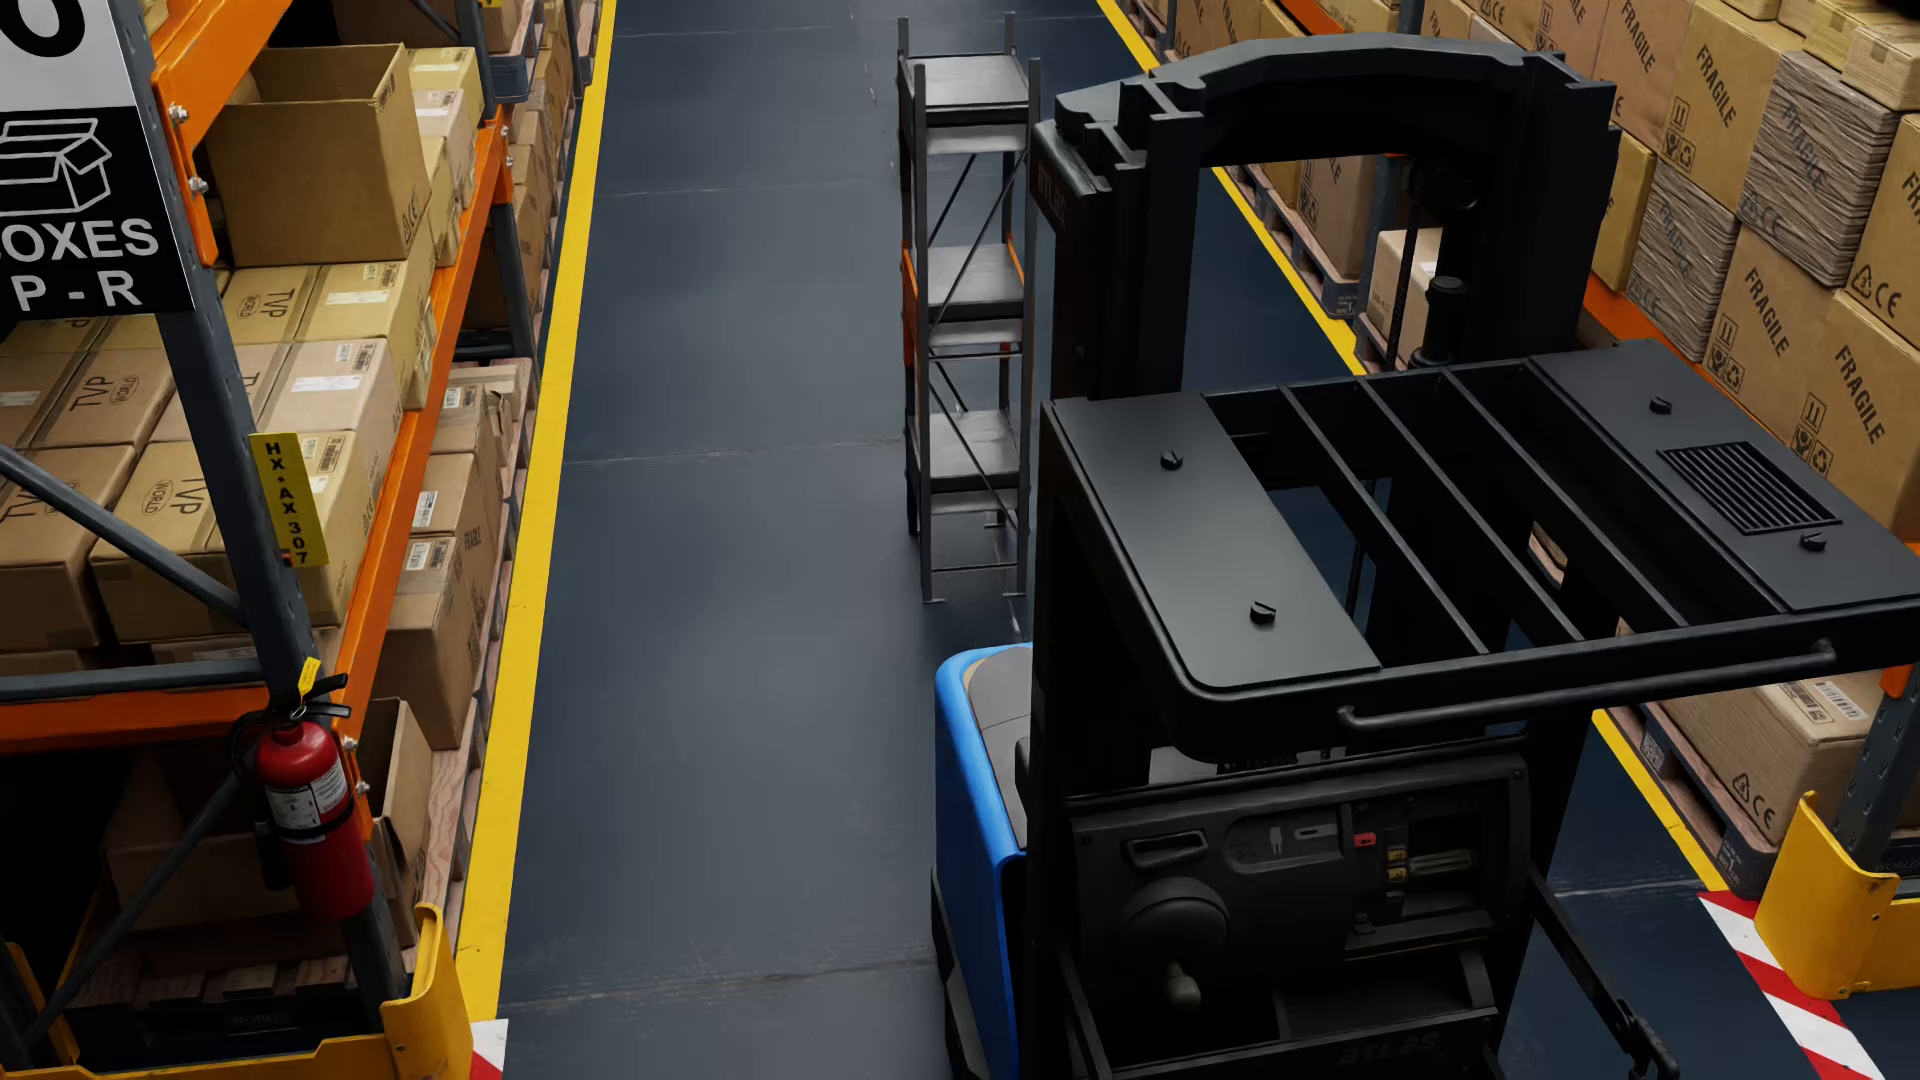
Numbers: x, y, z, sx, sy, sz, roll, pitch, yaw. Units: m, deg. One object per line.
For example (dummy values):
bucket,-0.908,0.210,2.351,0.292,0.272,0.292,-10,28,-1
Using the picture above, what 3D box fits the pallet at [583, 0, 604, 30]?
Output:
pallet,-3.233,-4.134,12.629,1.003,0.211,1.213,-4,35,-6

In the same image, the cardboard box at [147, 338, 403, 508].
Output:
cardboard box,-1.786,-0.297,4.391,0.500,0.250,0.500,-4,34,-6

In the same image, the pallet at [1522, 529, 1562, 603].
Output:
pallet,2.648,-0.026,6.601,1.003,0.211,1.213,-4,35,-6

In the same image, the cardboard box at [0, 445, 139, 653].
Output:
cardboard box,-2.249,0.022,3.924,0.500,0.250,0.500,-3,34,-5

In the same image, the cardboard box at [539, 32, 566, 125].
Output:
cardboard box,-2.673,-2.786,10.021,0.500,0.500,0.500,-5,35,-7

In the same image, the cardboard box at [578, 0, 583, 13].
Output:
cardboard box,-3.166,-4.051,11.766,0.875,0.625,0.625,-3,34,-5

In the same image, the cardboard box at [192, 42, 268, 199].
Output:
cardboard box,-2.525,-1.433,5.392,0.500,0.500,0.500,-5,35,-8

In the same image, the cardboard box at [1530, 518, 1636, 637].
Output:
cardboard box,2.675,-0.044,6.054,0.875,0.438,0.875,-3,34,-5

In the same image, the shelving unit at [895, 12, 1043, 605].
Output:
shelving unit,0.022,-0.775,6.023,0.431,2.100,0.503,-4,35,-6

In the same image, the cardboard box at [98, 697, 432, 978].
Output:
cardboard box,-1.912,0.829,4.714,0.797,0.503,0.637,-6,35,-8

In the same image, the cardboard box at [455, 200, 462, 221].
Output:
cardboard box,-2.045,-1.215,6.092,0.380,0.149,0.250,-4,34,-5

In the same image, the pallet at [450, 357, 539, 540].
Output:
pallet,-2.370,-0.377,7.116,1.003,0.211,1.213,-4,35,-6

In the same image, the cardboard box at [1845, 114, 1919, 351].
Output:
cardboard box,2.693,-0.764,4.231,0.500,0.500,0.500,-3,34,-5

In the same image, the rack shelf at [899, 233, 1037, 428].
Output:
rack shelf,0.022,-0.764,6.031,0.431,0.518,0.480,-4,35,-6

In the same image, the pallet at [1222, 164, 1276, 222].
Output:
pallet,2.110,-2.246,9.858,1.003,0.211,1.213,-4,35,-6

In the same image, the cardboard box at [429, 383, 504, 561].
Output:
cardboard box,-2.128,-0.229,6.269,0.700,0.500,0.500,-6,35,-8

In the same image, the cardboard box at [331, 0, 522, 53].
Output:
cardboard box,-2.305,-2.415,7.168,0.700,0.500,0.500,-4,34,-5

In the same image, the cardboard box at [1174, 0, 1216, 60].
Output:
cardboard box,1.929,-3.427,10.629,0.875,0.875,0.875,-5,35,-7

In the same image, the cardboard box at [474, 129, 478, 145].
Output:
cardboard box,-2.169,-1.650,6.731,0.380,0.149,0.250,-4,34,-6

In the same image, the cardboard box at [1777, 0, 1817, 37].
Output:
cardboard box,2.613,-1.539,4.792,0.380,0.149,0.250,-5,35,-7

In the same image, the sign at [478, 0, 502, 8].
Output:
sign,-1.925,-2.316,6.716,0.100,0.325,0.005,-4,35,-6

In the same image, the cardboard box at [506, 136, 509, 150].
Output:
cardboard box,-2.456,-1.985,8.270,0.380,0.149,0.250,-5,35,-7

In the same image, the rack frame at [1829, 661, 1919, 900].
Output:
rack frame,2.994,-0.059,4.173,1.000,3.000,0.127,-4,35,-6

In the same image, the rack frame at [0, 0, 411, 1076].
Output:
rack frame,-1.921,0.319,3.618,0.949,2.616,0.053,-4,35,-6

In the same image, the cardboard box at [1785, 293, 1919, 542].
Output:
cardboard box,2.667,-0.349,4.510,0.500,0.500,0.500,-4,34,-6

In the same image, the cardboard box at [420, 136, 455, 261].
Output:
cardboard box,-2.016,-1.150,5.644,0.500,0.250,0.500,-5,35,-7

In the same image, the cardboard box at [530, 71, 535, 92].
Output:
cardboard box,-2.532,-2.555,9.107,0.380,0.149,0.250,-6,35,-9

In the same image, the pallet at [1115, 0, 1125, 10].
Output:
pallet,1.654,-4.486,13.146,1.003,0.211,1.213,-4,35,-6

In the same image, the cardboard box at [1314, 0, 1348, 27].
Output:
cardboard box,2.079,-2.745,8.247,0.500,0.250,0.500,-5,35,-7

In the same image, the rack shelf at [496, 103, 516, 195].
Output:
rack shelf,-2.731,-2.732,8.734,1.077,0.370,4.000,-4,35,-6

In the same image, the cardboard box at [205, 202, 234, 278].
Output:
cardboard box,-2.449,-0.835,5.180,0.500,0.250,0.500,-4,35,-6

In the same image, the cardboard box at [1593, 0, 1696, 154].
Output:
cardboard box,2.465,-1.611,5.473,0.500,0.500,0.500,-5,35,-7

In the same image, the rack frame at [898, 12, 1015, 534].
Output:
rack frame,-0.011,-0.911,6.223,0.400,2.100,0.015,-4,35,-6

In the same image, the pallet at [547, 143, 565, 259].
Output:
pallet,-2.776,-1.894,9.342,1.003,0.211,1.213,-4,35,-6

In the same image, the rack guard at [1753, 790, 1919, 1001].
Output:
rack guard,2.997,0.987,4.857,1.175,0.500,0.348,-4,35,-6

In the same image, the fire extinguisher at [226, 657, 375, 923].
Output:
fire extinguisher,-1.446,0.552,3.676,0.296,0.674,0.183,-4,35,-6

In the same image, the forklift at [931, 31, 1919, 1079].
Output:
forklift,0.720,0.732,3.074,1.130,2.935,3.031,-7,35,-10

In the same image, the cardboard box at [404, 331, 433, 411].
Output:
cardboard box,-1.820,-0.504,5.049,0.380,0.149,0.250,-5,35,-8

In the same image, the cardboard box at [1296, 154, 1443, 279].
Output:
cardboard box,2.294,-1.926,8.427,0.875,0.875,0.875,-3,34,-5

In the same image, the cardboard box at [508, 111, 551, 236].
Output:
cardboard box,-2.448,-1.916,8.744,0.500,0.500,0.500,-5,35,-8

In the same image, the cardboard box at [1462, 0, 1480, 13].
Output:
cardboard box,2.280,-2.461,6.722,0.500,0.500,0.500,-4,34,-6

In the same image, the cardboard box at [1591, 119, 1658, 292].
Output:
cardboard box,2.453,-1.204,5.764,0.500,0.500,0.500,-3,34,-5
